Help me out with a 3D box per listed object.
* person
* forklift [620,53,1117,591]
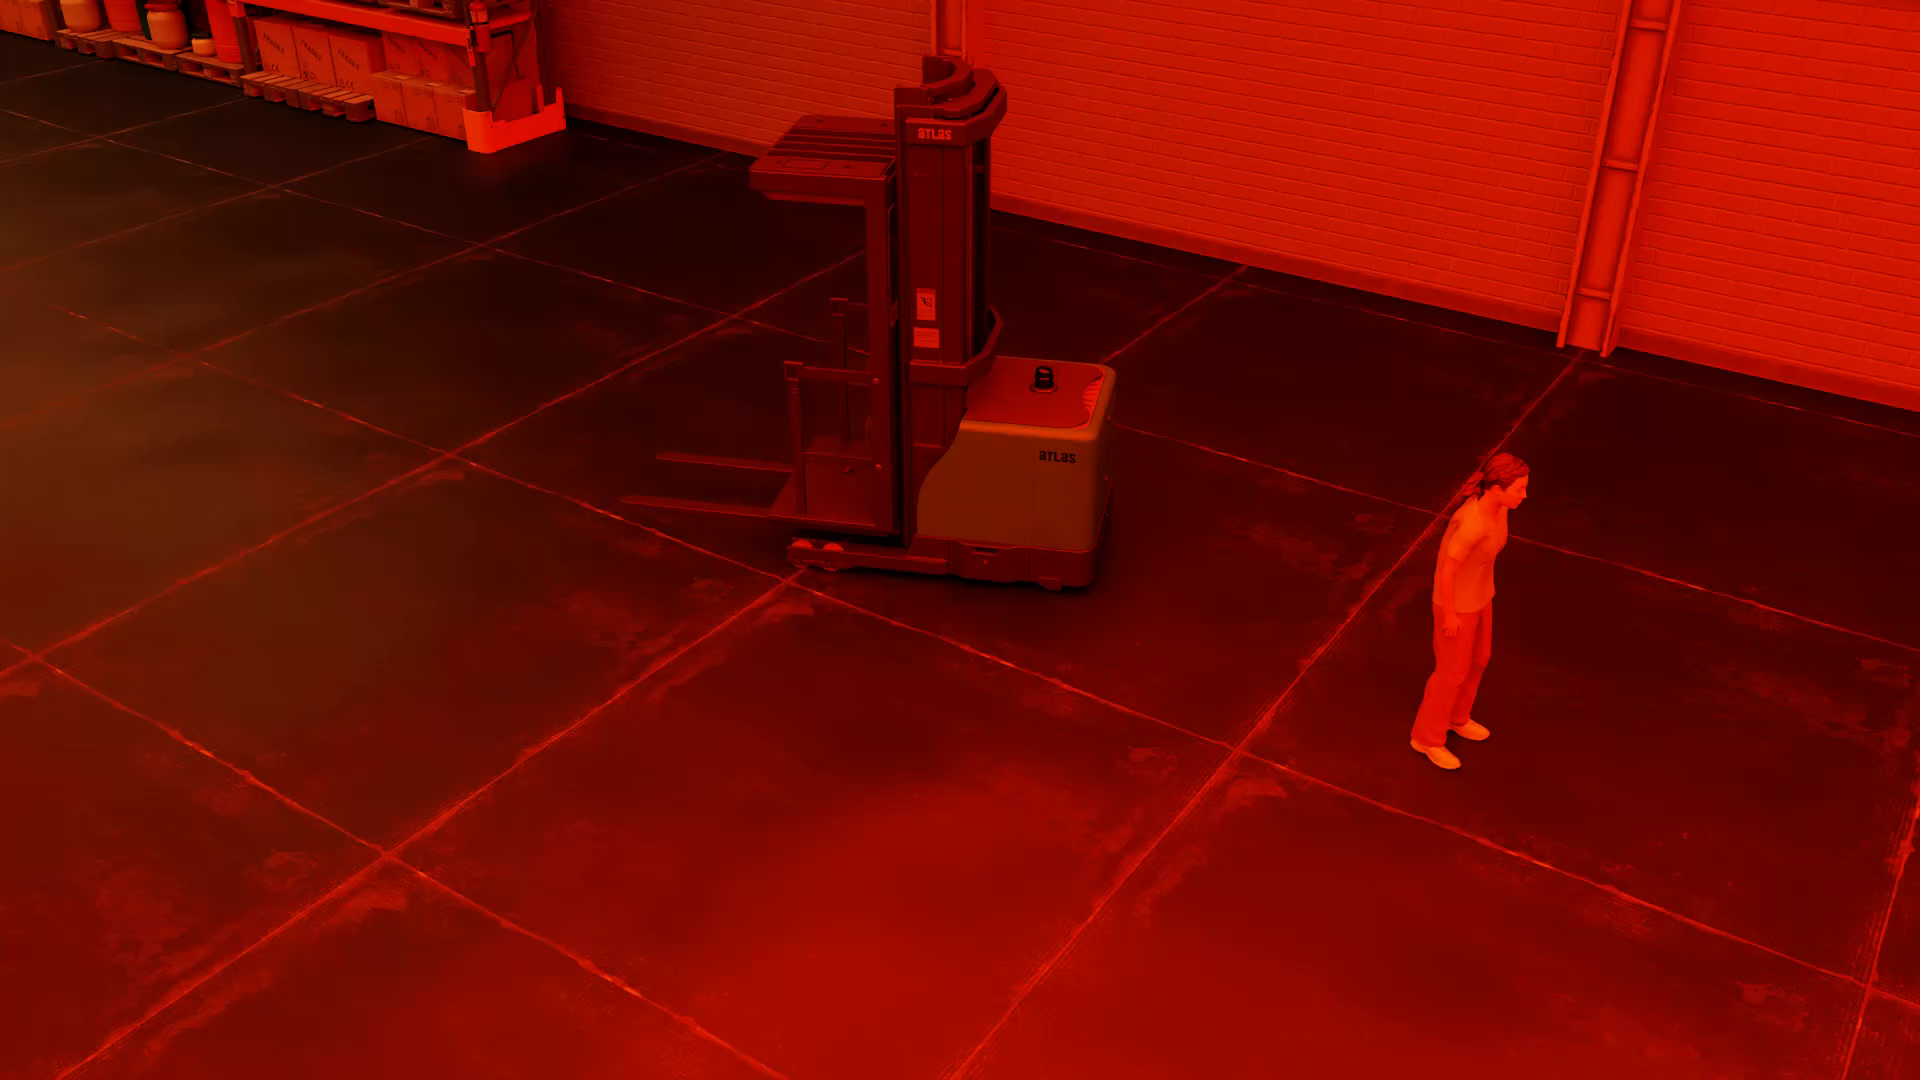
[{"bbox_3d":[2.542,0.319,8.288,0.365,1.671,0.506,22,36,32],"label":"person"},{"bbox_3d":[-0.596,-1.330,9.871,3.031,2.935,1.130,6,31,10],"label":"forklift"}]
